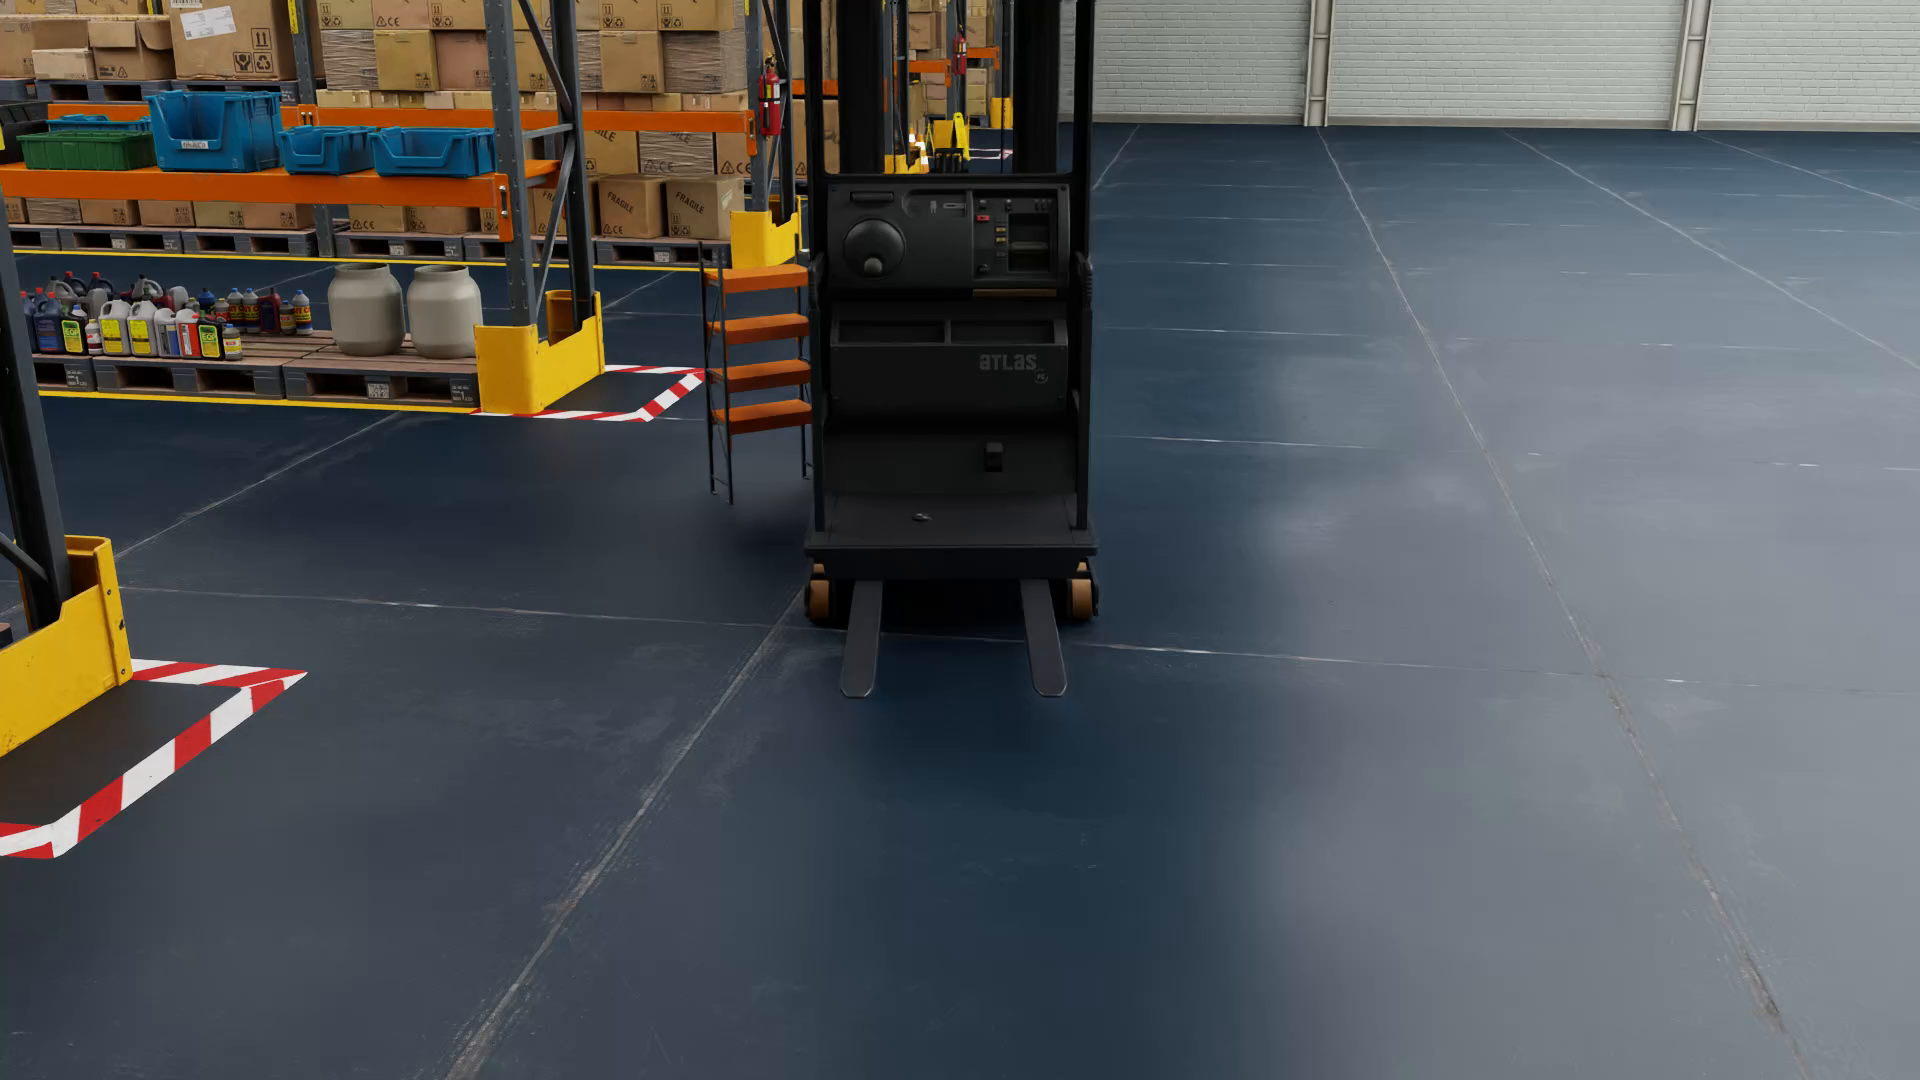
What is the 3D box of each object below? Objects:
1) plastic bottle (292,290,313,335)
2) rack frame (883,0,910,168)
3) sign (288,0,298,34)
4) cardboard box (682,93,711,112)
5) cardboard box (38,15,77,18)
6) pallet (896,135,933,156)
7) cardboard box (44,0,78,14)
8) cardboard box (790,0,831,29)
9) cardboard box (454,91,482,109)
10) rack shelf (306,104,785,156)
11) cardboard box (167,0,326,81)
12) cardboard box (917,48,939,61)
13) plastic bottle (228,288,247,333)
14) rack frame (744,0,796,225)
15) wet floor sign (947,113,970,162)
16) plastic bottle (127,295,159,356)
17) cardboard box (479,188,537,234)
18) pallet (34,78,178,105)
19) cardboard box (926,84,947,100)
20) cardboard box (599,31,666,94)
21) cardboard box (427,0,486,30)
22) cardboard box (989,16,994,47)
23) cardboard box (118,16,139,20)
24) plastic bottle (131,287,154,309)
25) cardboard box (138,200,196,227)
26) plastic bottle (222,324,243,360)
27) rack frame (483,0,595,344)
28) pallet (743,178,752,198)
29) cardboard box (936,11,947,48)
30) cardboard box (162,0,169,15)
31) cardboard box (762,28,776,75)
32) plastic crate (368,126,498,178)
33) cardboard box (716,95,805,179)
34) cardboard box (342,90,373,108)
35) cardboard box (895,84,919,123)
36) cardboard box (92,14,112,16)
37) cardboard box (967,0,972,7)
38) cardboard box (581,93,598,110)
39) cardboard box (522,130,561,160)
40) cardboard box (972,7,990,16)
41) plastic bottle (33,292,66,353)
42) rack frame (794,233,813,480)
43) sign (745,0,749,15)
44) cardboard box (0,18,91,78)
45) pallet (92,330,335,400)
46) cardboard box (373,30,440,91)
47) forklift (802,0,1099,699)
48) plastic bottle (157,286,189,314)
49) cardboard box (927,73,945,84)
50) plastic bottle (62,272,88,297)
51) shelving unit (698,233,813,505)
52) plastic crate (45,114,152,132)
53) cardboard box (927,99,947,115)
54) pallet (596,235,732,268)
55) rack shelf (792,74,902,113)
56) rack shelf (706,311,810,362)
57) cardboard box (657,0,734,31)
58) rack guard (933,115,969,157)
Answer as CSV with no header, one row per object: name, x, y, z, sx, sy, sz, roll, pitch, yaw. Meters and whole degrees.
plastic bottle,-4.144,-1.437,10.475,0.097,0.271,0.097,0,18,0
rack frame,-0.731,-5.433,18.814,0.127,3.000,1.000,3,19,9
sign,-5.652,-4.461,14.083,0.005,0.325,0.100,3,19,9
cardboard box,-2.179,-3.728,14.113,0.250,0.149,0.380,3,19,9
cardboard box,-10.720,-6.158,19.778,0.250,0.149,0.380,3,19,10
pallet,-0.918,-5.723,24.074,1.213,0.211,1.003,3,19,9
cardboard box,-13.408,-8.103,25.059,0.500,0.500,0.500,3,19,9
cardboard box,-1.649,-6.046,18.708,0.550,0.550,0.875,3,19,9
cardboard box,-4.165,-3.806,14.348,0.250,0.149,0.380,3,19,9
rack shelf,-3.593,-3.644,14.600,4.000,0.370,1.077,3,19,9
cardboard box,-6.330,-4.653,14.876,1.000,1.000,1.000,3,19,9
cardboard box,-0.449,-6.822,23.360,0.250,0.149,0.380,4,19,10
plastic bottle,-4.581,-1.459,10.542,0.097,0.271,0.097,0,18,0
rack frame,-1.618,-3.885,14.185,0.127,3.000,1.000,3,19,9
wet floor sign,-0.028,-5.528,22.807,0.232,0.644,0.267,10,21,27
plastic bottle,-4.832,-1.276,9.870,0.185,0.351,0.144,4,19,11
cardboard box,-3.987,-3.034,14.921,0.500,0.500,0.500,1,19,4
pallet,-7.556,-4.109,15.160,1.213,0.211,1.003,3,19,9
cardboard box,-0.286,-7.632,28.269,0.500,0.250,0.500,3,19,8
cardboard box,-2.669,-4.097,14.194,0.500,0.500,0.875,3,19,9
cardboard box,-4.176,-4.596,14.110,0.500,0.500,0.500,3,19,9
cardboard box,0.293,-8.704,28.431,0.500,0.500,0.500,4,19,10
cardboard box,-9.693,-6.106,19.620,0.250,0.149,0.380,4,19,10
plastic bottle,-5.154,-1.453,10.506,0.133,0.283,0.061,3,19,9
cardboard box,-7.190,-3.205,15.400,0.500,0.500,0.700,1,19,4
plastic bottle,-4.286,-1.170,9.788,0.097,0.201,0.097,0,18,0
rack frame,-2.404,-2.333,9.548,0.127,3.000,1.000,3,19,9
pallet,-2.734,-4.189,19.490,1.213,0.211,1.003,3,19,9
cardboard box,-0.470,-7.288,23.732,0.500,0.500,0.500,3,19,8
cardboard box,-11.505,-8.003,24.759,0.500,0.500,0.500,3,19,9
cardboard box,-2.184,-5.597,19.068,0.550,0.550,0.875,3,19,9
plastic crate,-2.945,-2.194,9.367,0.616,0.251,0.499,3,19,9
cardboard box,-2.281,-4.682,19.255,0.875,0.875,0.875,3,19,8
cardboard box,-5.158,-3.845,14.463,0.250,0.149,0.380,3,19,9
cardboard box,-0.878,-6.199,23.591,0.500,0.500,0.500,3,19,9
cardboard box,-10.599,-6.361,20.385,0.250,0.149,0.380,3,19,8
cardboard box,0.102,-8.995,27.811,0.250,0.149,0.380,3,19,9
cardboard box,-3.169,-3.773,14.248,0.250,0.149,0.380,3,19,9
cardboard box,-5.308,-4.770,19.715,0.750,0.750,1.050,3,19,8
cardboard box,0.351,-8.829,27.784,0.250,0.149,0.380,3,19,9
plastic bottle,-5.435,-1.306,9.962,0.185,0.351,0.144,2,19,6
rack frame,-0.715,-0.848,7.947,0.015,1.200,0.240,-11,21,-29
sign,-1.726,-4.411,13.435,0.005,0.325,0.100,3,19,9
cardboard box,-8.410,-4.522,15.272,0.500,0.500,0.700,6,19,17
pallet,-4.488,-1.104,10.271,1.213,0.211,1.003,3,19,9
cardboard box,-4.645,-4.196,14.490,0.500,0.500,0.875,3,19,9
forklift,-0.038,-1.174,6.194,1.130,2.935,3.031,0,19,-1
plastic bottle,-5.003,-1.474,10.579,0.135,0.276,0.152,3,19,10
cardboard box,-0.272,-7.863,28.172,0.500,0.250,0.500,3,19,10
plastic bottle,-5.671,-1.544,10.673,0.185,0.351,0.144,2,19,7
shelving unit,-0.924,-0.808,7.828,0.503,1.200,0.258,-11,21,-29
plastic crate,-5.217,-2.493,10.261,0.616,0.251,0.499,3,19,9
cardboard box,-0.266,-7.392,28.341,0.500,0.250,0.500,3,19,9
pallet,-2.489,-2.618,14.795,1.213,0.211,1.003,3,19,9
rack shelf,-2.706,-5.193,19.229,4.000,0.370,1.077,3,19,9
rack shelf,-0.924,-0.956,7.778,0.480,0.148,0.258,-11,21,-29
cardboard box,-2.200,-4.497,13.815,0.500,0.500,0.500,3,19,9
rack guard,-0.121,-5.808,23.872,0.348,0.500,1.175,3,19,9
